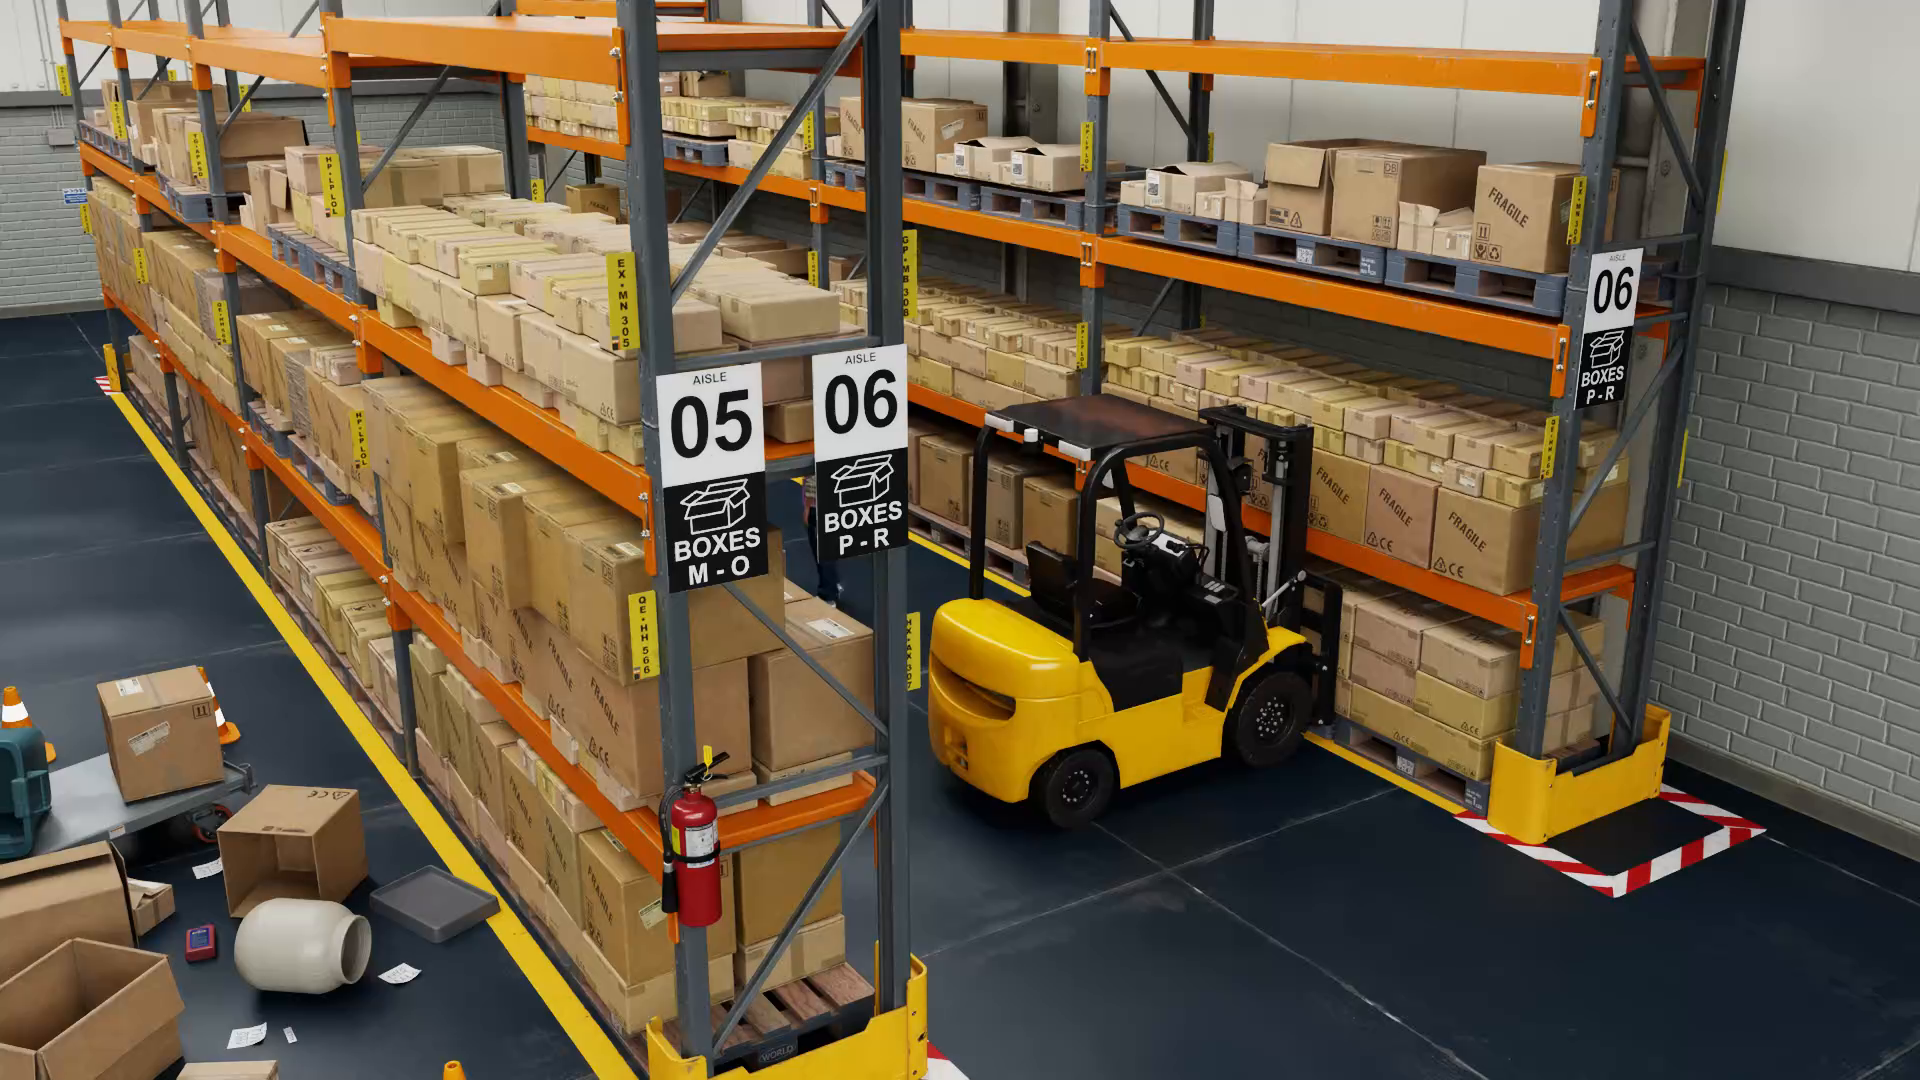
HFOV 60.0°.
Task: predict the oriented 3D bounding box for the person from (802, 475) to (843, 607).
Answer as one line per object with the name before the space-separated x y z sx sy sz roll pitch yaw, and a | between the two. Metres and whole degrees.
person | -1.035 -0.245 12.318 0.363 1.643 0.440 10 21 29
